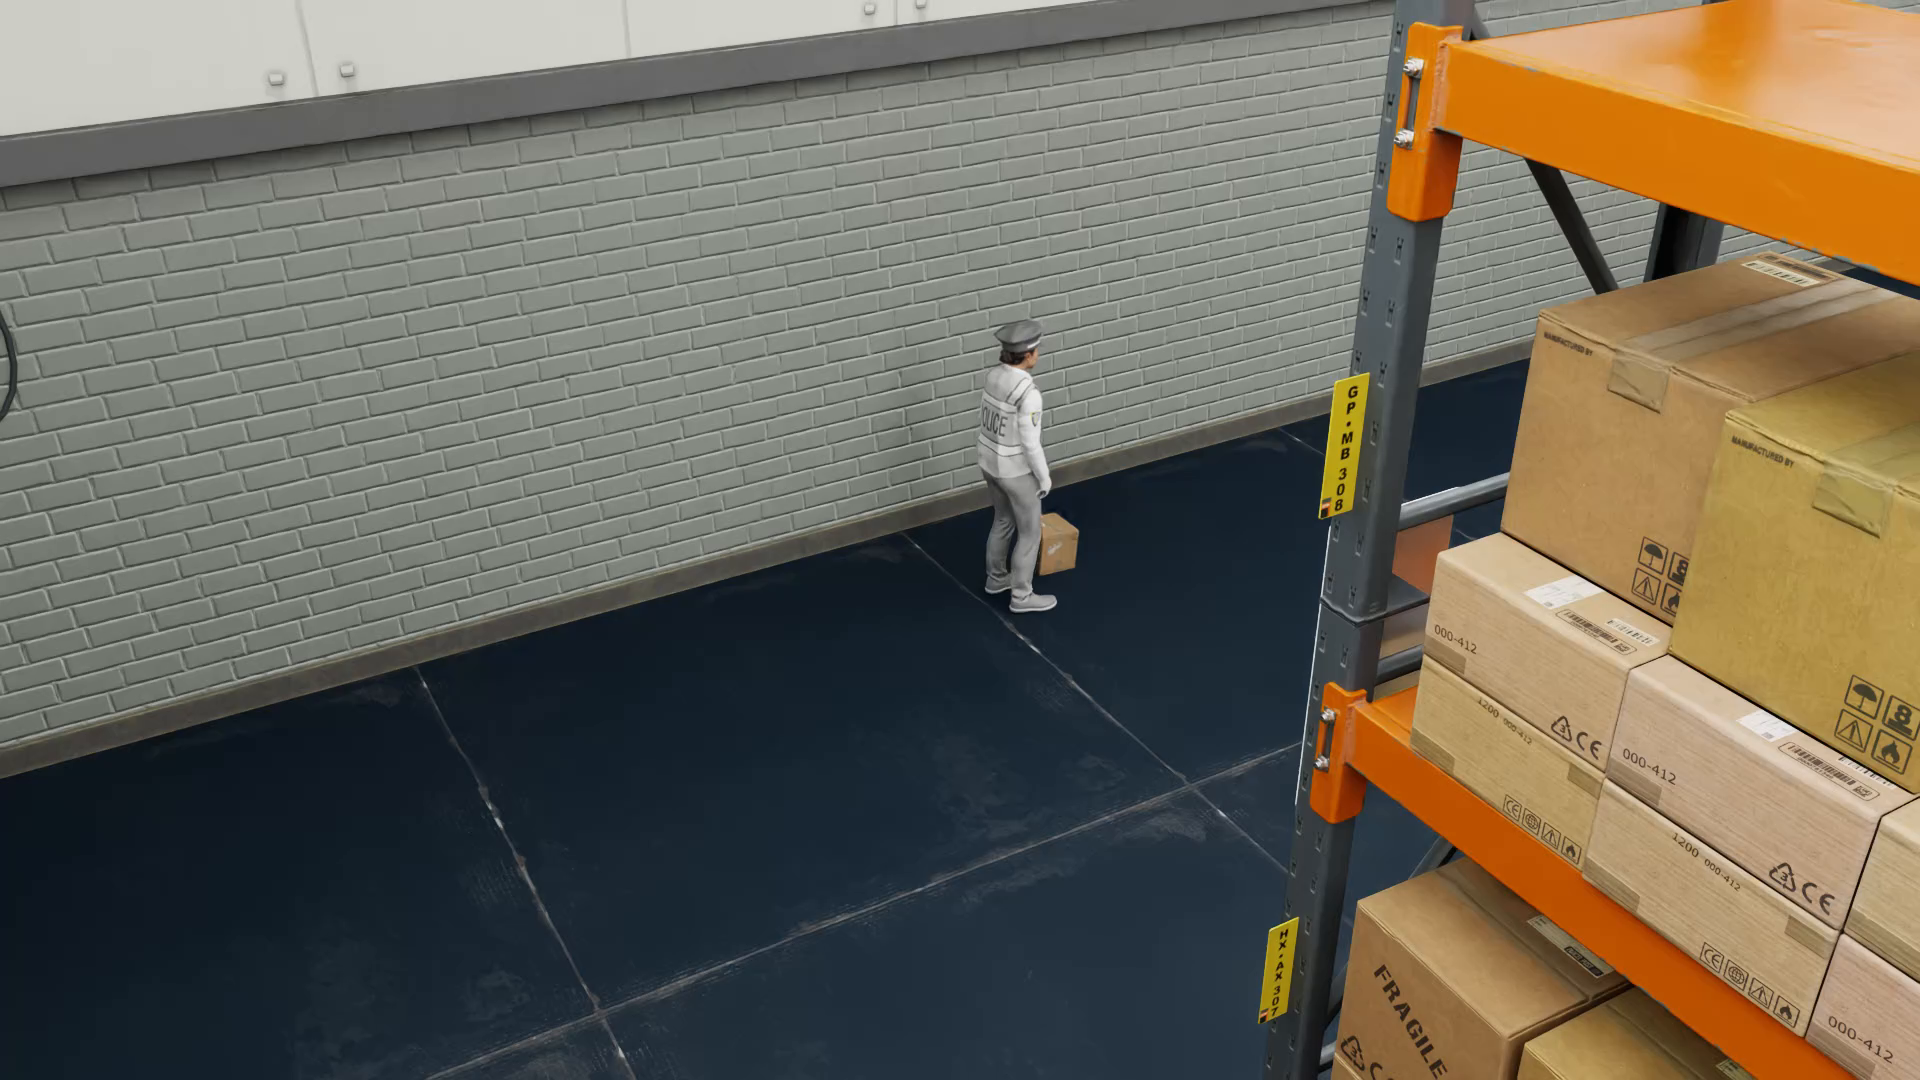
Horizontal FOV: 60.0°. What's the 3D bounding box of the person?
[{"bbox_3d":[0.295,-0.400,9.264,0.358,1.666,0.512,-17,33,-28],"label":"person"}]
